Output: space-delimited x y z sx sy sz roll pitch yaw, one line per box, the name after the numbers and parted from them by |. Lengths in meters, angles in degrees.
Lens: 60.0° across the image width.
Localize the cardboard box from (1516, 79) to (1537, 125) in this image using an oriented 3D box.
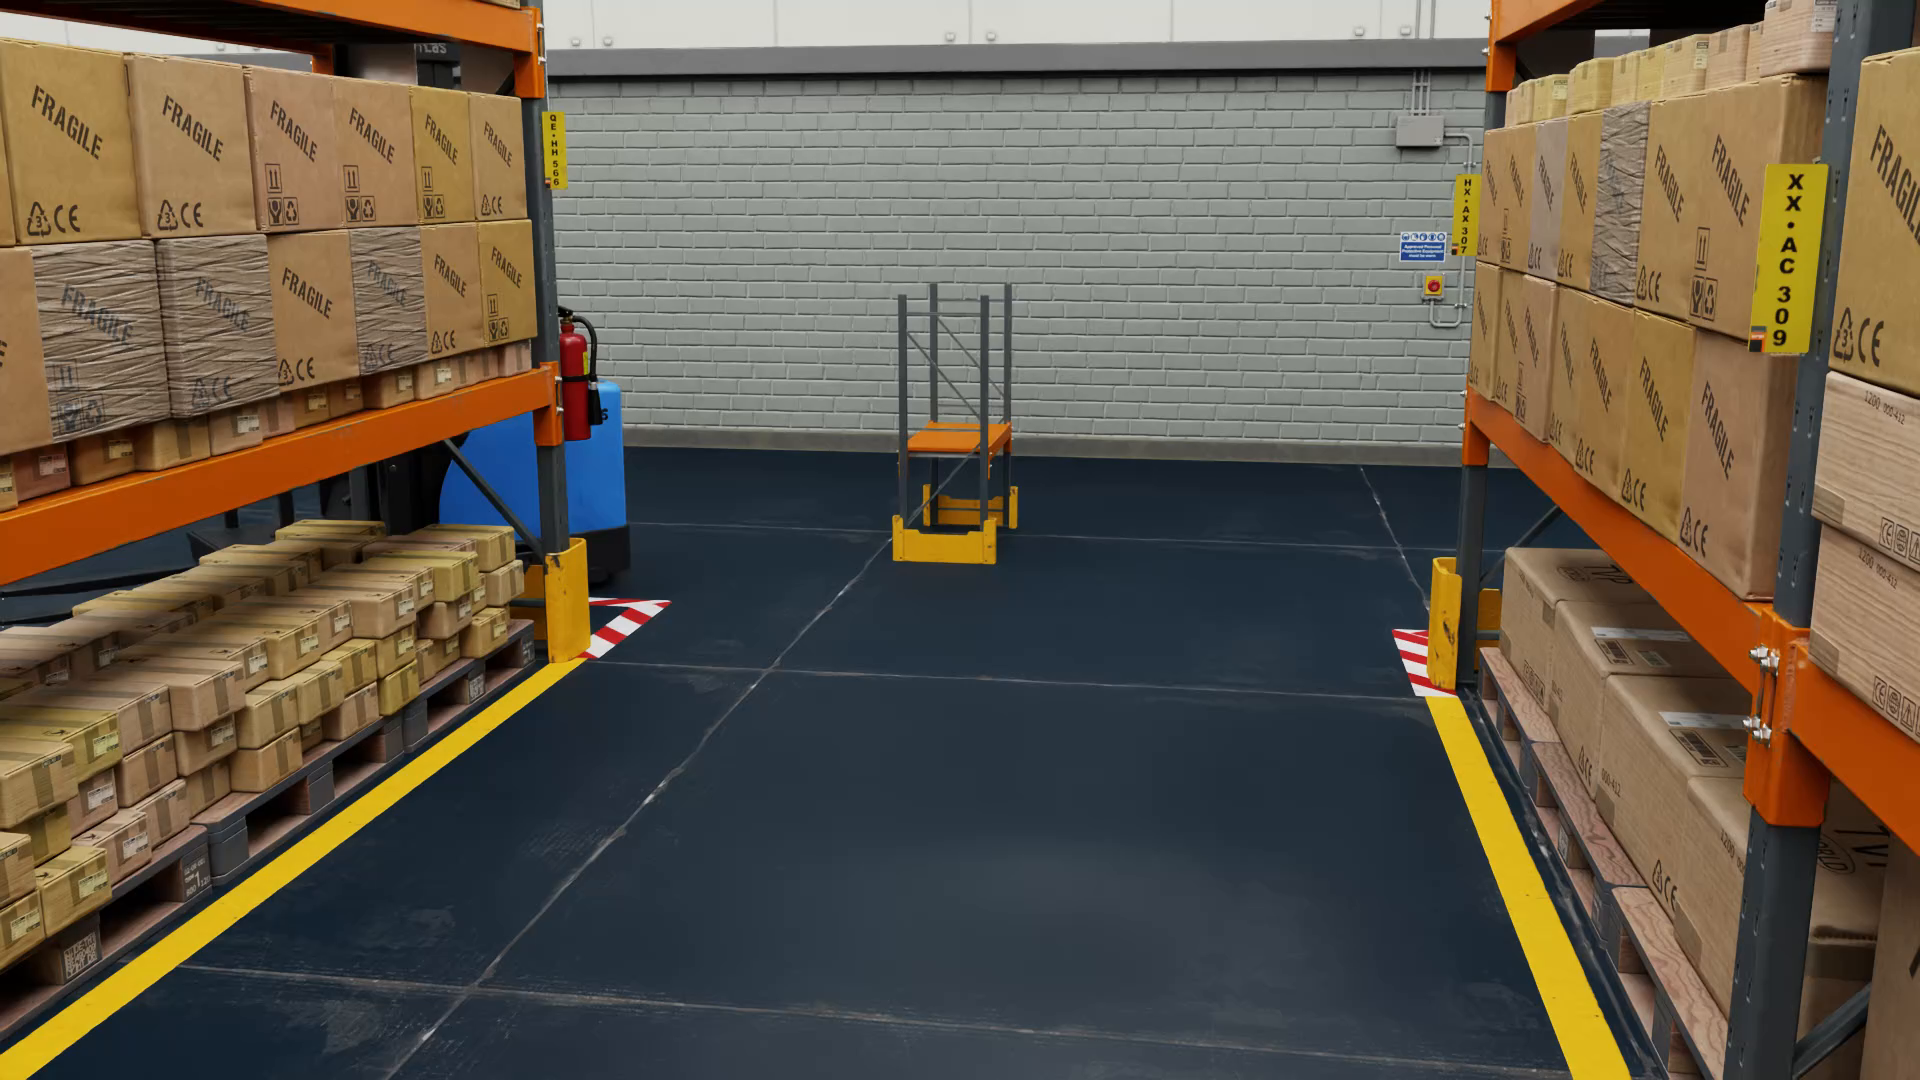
2.161 -1.527 5.809 0.380 0.149 0.250 2 12 10 | cardboard box

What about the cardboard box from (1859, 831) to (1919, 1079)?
1.981 0.953 2.497 0.875 0.875 0.875 2 12 10 | cardboard box

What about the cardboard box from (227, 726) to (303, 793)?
-2.376 0.700 5.394 0.380 0.149 0.250 2 12 7 | cardboard box

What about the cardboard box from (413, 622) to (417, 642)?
-2.315 0.339 6.365 0.380 0.149 0.250 2 12 8 | cardboard box

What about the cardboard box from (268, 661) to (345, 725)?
-2.311 0.506 5.592 0.380 0.149 0.250 2 12 9 | cardboard box

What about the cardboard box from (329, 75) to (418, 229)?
-2.268 -1.350 5.819 0.500 0.500 0.500 3 12 12 | cardboard box

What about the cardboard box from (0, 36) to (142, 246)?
-2.535 -1.029 4.330 0.500 0.500 0.500 2 12 7 | cardboard box

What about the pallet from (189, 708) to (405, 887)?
-2.656 0.816 5.705 1.003 0.211 1.213 2 12 9 | pallet

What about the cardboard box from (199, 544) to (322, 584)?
-2.799 0.121 6.669 0.380 0.149 0.250 2 12 8 | cardboard box

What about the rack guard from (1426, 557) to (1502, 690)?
2.616 0.372 7.079 1.175 0.500 0.348 2 12 9 | rack guard

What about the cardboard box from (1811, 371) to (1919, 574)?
1.651 -0.101 2.509 0.500 0.250 0.500 2 12 7 | cardboard box

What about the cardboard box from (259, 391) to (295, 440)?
-2.393 -0.410 5.371 0.380 0.149 0.250 2 12 11 | cardboard box

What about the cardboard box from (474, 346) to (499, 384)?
-2.140 -0.734 6.873 0.380 0.149 0.250 2 12 9 | cardboard box

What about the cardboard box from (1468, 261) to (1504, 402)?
2.255 -0.803 6.361 0.500 0.500 0.500 2 12 8 | cardboard box

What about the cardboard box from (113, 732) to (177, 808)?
-2.541 0.663 4.861 0.380 0.149 0.250 1 12 6 | cardboard box

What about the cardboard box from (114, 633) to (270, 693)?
-2.463 0.407 5.344 0.380 0.149 0.250 1 12 6 | cardboard box

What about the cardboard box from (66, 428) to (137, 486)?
-2.539 -0.247 4.614 0.380 0.149 0.250 1 12 6 | cardboard box

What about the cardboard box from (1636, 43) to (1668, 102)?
1.989 -1.205 4.315 0.380 0.149 0.250 2 12 7 | cardboard box

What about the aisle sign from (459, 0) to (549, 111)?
-1.986 -2.260 7.191 0.394 0.787 0.004 2 12 9 | aisle sign

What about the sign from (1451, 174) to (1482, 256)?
2.065 -1.326 6.782 0.100 0.325 0.005 2 12 9 | sign

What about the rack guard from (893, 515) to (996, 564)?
-0.088 -0.003 9.412 0.587 0.250 0.087 2 12 9 | rack guard

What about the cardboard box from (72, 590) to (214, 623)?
-2.893 0.286 5.903 0.380 0.149 0.250 2 12 10 | cardboard box

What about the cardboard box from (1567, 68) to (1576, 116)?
2.070 -1.365 5.056 0.380 0.149 0.250 2 12 9 | cardboard box

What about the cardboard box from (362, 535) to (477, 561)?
-2.221 0.082 6.849 0.380 0.149 0.250 2 12 10 | cardboard box

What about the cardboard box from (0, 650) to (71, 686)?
-3.013 0.446 5.160 0.380 0.149 0.250 1 12 6 | cardboard box

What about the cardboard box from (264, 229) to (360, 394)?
-2.349 -0.760 5.456 0.500 0.500 0.500 3 12 11 | cardboard box

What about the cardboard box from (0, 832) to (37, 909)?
-2.537 0.827 4.102 0.380 0.149 0.250 2 12 11 | cardboard box

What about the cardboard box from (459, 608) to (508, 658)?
-2.109 0.378 6.892 0.380 0.149 0.250 2 12 10 | cardboard box

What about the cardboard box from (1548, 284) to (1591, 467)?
2.048 -0.487 4.894 0.500 0.500 0.500 2 12 11 | cardboard box

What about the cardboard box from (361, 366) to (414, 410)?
-2.250 -0.573 6.129 0.380 0.149 0.250 1 12 6 | cardboard box

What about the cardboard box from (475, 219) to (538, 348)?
-2.109 -1.076 6.924 0.500 0.500 0.500 2 12 10 | cardboard box

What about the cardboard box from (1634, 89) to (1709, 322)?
1.883 -0.762 3.799 0.500 0.500 0.500 2 12 8 | cardboard box

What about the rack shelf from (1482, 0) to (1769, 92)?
2.305 -1.543 4.620 1.077 0.370 4.000 2 12 9 | rack shelf

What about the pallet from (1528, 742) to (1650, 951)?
2.377 0.941 5.127 1.003 0.211 1.213 2 12 9 | pallet

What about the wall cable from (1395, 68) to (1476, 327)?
3.457 -2.531 12.132 0.585 1.953 0.123 2 12 9 | wall cable

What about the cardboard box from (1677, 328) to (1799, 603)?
1.816 -0.166 3.405 0.500 0.500 0.500 2 12 9 | cardboard box

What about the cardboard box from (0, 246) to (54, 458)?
-2.584 -0.440 3.974 0.500 0.500 0.500 2 12 8 | cardboard box

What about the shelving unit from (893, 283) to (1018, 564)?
-0.012 -0.717 9.762 0.587 1.500 1.083 2 12 9 | shelving unit

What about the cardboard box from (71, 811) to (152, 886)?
-2.508 0.863 4.640 0.380 0.149 0.250 2 12 8 | cardboard box

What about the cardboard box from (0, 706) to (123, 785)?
-2.561 0.572 4.579 0.380 0.149 0.250 2 12 8 | cardboard box

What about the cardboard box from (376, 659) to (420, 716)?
-2.237 0.537 6.153 0.380 0.149 0.250 1 12 6 | cardboard box

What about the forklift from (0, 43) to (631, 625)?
-3.247 -1.098 8.133 3.031 2.935 1.130 -9 15 -37 | forklift

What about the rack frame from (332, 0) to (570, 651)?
-2.294 -0.984 7.439 1.000 3.000 0.127 2 12 9 | rack frame

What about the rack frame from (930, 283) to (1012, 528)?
0.065 -0.821 10.244 0.500 1.500 0.032 2 12 9 | rack frame

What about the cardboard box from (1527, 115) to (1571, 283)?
2.113 -1.076 5.257 0.500 0.500 0.500 2 12 8 | cardboard box

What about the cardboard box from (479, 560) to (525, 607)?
-2.093 0.178 7.111 0.380 0.149 0.250 2 12 7 | cardboard box

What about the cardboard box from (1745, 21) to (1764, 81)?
1.926 -1.044 3.568 0.380 0.149 0.250 2 12 9 | cardboard box

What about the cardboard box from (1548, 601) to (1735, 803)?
2.477 0.534 5.480 0.875 0.438 0.875 2 12 10 | cardboard box

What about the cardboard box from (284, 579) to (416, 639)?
-2.224 0.250 6.071 0.380 0.149 0.250 2 12 11 | cardboard box
